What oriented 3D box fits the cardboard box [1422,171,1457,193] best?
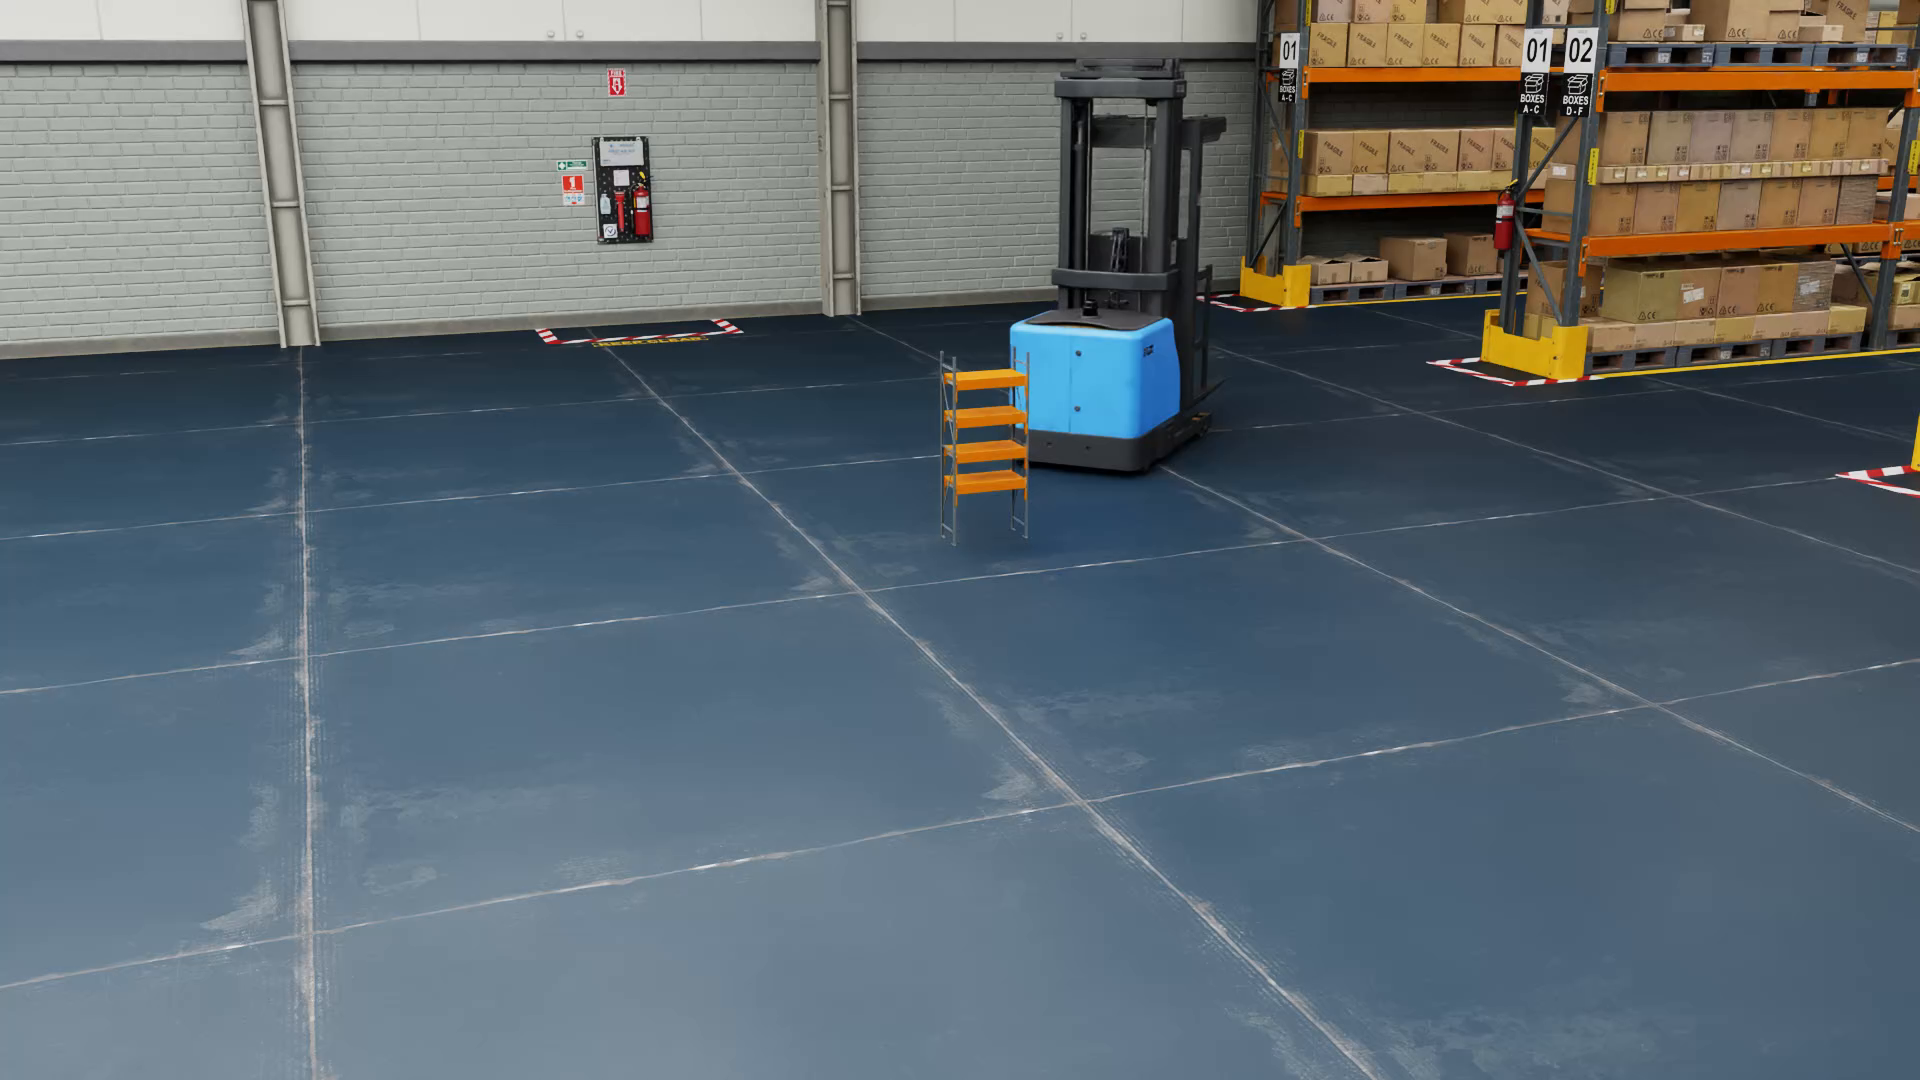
[{"bbox_3d":[5.853,-4.490,20.796,0.500,0.250,0.500,-6,17,-20],"label":"cardboard box"}]

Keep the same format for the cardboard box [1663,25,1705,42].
[{"bbox_3d":[6.791,-4.787,15.705,0.250,0.149,0.380,-6,17,-20],"label":"cardboard box"}]

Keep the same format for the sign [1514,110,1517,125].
[{"bbox_3d":[7.387,-5.535,22.069,0.005,0.325,0.100,-6,17,-20],"label":"sign"}]

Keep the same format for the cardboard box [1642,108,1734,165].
[{"bbox_3d":[7.079,-3.953,16.255,0.500,0.500,0.700,-6,17,-20],"label":"cardboard box"}]

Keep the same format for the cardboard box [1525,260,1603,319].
[{"bbox_3d":[6.024,-2.502,16.599,0.500,0.500,0.500,-6,17,-20],"label":"cardboard box"}]

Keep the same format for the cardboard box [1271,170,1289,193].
[{"bbox_3d":[4.220,-4.466,20.715,0.500,0.250,0.500,-6,17,-19],"label":"cardboard box"}]

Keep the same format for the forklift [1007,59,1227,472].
[{"bbox_3d":[1.420,-2.276,13.147,1.130,2.935,3.031,7,18,23],"label":"forklift"}]

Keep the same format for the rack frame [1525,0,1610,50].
[{"bbox_3d":[5.629,-6.006,15.080,0.127,3.000,1.000,-6,17,-20],"label":"rack frame"}]

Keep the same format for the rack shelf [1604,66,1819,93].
[{"bbox_3d":[9.456,-6.130,22.101,4.000,0.370,1.077,-6,17,-20],"label":"rack shelf"}]

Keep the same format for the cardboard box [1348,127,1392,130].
[{"bbox_3d":[5.172,-4.933,20.973,0.500,0.500,0.500,-7,18,-22],"label":"cardboard box"}]

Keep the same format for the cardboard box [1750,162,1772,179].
[{"bbox_3d":[7.754,-3.651,16.380,0.250,0.149,0.380,-6,17,-18],"label":"cardboard box"}]

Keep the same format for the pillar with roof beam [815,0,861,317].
[{"bbox_3d":[0.135,-5.870,14.616,0.400,9.000,9.100,-6,17,-20],"label":"pillar with roof beam"}]

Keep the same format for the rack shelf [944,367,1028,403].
[{"bbox_3d":[0.155,-0.969,10.375,0.480,0.148,0.258,-6,17,-20],"label":"rack shelf"}]

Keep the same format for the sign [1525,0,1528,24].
[{"bbox_3d":[5.448,-5.098,15.880,0.005,0.325,0.100,-6,17,-20],"label":"sign"}]

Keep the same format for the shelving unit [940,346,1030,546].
[{"bbox_3d":[0.155,-0.592,10.486,0.503,1.200,0.258,-6,17,-20],"label":"shelving unit"}]

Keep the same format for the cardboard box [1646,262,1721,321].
[{"bbox_3d":[7.138,-2.470,16.489,0.500,0.500,0.500,-6,17,-20],"label":"cardboard box"}]

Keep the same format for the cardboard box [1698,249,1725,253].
[{"bbox_3d":[10.147,-4.141,23.033,0.500,0.500,0.700,-6,17,-20],"label":"cardboard box"}]

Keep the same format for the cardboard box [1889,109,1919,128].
[{"bbox_3d":[13.281,-5.934,23.411,0.500,0.250,0.500,-7,18,-21],"label":"cardboard box"}]

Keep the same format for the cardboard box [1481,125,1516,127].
[{"bbox_3d":[7.075,-5.139,21.674,0.500,0.500,0.500,-7,18,-21],"label":"cardboard box"}]

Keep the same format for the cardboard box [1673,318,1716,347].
[{"bbox_3d":[7.142,-2.107,16.585,0.500,0.250,0.500,-6,17,-20],"label":"cardboard box"}]

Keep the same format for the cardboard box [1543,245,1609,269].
[{"bbox_3d":[8.270,-3.924,22.294,0.500,0.500,0.700,-6,17,-18],"label":"cardboard box"}]

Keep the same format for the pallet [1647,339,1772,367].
[{"bbox_3d":[7.466,-2.000,17.034,1.213,0.211,1.003,-6,17,-20],"label":"pallet"}]

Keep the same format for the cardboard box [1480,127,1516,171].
[{"bbox_3d":[6.794,-4.951,21.033,0.500,0.500,0.500,-6,17,-20],"label":"cardboard box"}]

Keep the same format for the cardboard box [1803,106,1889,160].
[{"bbox_3d":[8.952,-4.155,16.944,0.500,0.500,0.700,-6,17,-20],"label":"cardboard box"}]

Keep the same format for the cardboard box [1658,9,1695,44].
[{"bbox_3d":[9.279,-6.681,21.779,0.500,0.500,0.500,-7,18,-22],"label":"cardboard box"}]

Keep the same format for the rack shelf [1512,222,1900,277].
[{"bbox_3d":[7.497,-2.984,16.714,4.000,0.370,1.077,-6,17,-20],"label":"rack shelf"}]

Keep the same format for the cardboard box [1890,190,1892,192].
[{"bbox_3d":[10.120,-3.604,17.784,0.258,0.266,0.396,-7,18,-21],"label":"cardboard box"}]

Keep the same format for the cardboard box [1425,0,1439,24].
[{"bbox_3d":[5.609,-6.670,20.677,0.500,0.500,0.500,-6,17,-20],"label":"cardboard box"}]

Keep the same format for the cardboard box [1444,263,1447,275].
[{"bbox_3d":[6.088,-3.521,21.544,0.250,0.149,0.380,-8,18,-25],"label":"cardboard box"}]

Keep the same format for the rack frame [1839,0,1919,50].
[{"bbox_3d":[9.365,-6.409,16.454,0.127,3.000,1.000,-6,17,-20],"label":"rack frame"}]

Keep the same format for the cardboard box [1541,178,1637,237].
[{"bbox_3d":[6.070,-3.219,16.060,0.500,0.500,0.700,-6,17,-20],"label":"cardboard box"}]

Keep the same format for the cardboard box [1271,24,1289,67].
[{"bbox_3d":[4.152,-6.036,20.293,0.500,0.500,0.500,-5,17,-16],"label":"cardboard box"}]

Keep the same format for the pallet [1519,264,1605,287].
[{"bbox_3d":[8.315,-3.575,22.397,1.213,0.211,1.003,-6,17,-20],"label":"pallet"}]

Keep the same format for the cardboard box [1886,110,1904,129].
[{"bbox_3d":[12.807,-5.881,23.230,0.500,0.250,0.500,-6,17,-20],"label":"cardboard box"}]

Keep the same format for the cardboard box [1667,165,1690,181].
[{"bbox_3d":[6.788,-3.547,16.024,0.250,0.149,0.380,-6,18,-21],"label":"cardboard box"}]

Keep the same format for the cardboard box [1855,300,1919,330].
[{"bbox_3d":[9.830,-2.389,17.544,0.500,0.250,0.500,-7,18,-21],"label":"cardboard box"}]

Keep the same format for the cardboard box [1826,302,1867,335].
[{"bbox_3d":[9.010,-2.309,17.272,0.500,0.250,0.500,-6,17,-20],"label":"cardboard box"}]

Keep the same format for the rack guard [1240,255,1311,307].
[{"bbox_3d":[3.924,-3.239,20.741,0.348,0.500,1.175,-6,17,-20],"label":"rack guard"}]

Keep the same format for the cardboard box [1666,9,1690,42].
[{"bbox_3d":[7.130,-5.034,16.259,0.500,0.311,0.500,-4,17,-14],"label":"cardboard box"}]

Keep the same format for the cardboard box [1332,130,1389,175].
[{"bbox_3d":[4.872,-4.744,20.331,0.500,0.500,0.500,-6,17,-20],"label":"cardboard box"}]

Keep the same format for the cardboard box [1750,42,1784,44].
[{"bbox_3d":[10.748,-6.500,22.207,0.500,0.311,0.500,-6,17,-20],"label":"cardboard box"}]

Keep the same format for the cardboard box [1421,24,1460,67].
[{"bbox_3d":[5.745,-6.053,20.351,0.500,0.500,0.500,-5,17,-17],"label":"cardboard box"}]

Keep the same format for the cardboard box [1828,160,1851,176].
[{"bbox_3d":[8.712,-3.755,16.733,0.250,0.149,0.380,-7,18,-22],"label":"cardboard box"}]

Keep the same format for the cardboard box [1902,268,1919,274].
[{"bbox_3d":[10.309,-2.708,17.634,0.500,0.311,0.500,-6,18,-21],"label":"cardboard box"}]

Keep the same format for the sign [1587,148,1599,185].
[{"bbox_3d":[5.822,-3.434,15.293,0.005,0.325,0.100,-6,17,-20],"label":"sign"}]

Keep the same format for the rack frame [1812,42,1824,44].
[{"bbox_3d":[11.324,-8.116,22.264,0.127,3.000,1.000,-6,17,-20],"label":"rack frame"}]

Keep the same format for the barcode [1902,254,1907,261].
[{"bbox_3d":[9.752,-2.920,17.168,0.075,0.075,0.001,-6,17,-20],"label":"barcode"}]

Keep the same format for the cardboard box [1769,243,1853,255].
[{"bbox_3d":[12.057,-4.447,23.488,0.750,0.750,0.750,-6,18,-21],"label":"cardboard box"}]

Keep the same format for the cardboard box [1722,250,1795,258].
[{"bbox_3d":[8.355,-2.756,17.464,0.500,0.500,0.500,-6,17,-20],"label":"cardboard box"}]

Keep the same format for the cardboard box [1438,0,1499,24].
[{"bbox_3d":[6.226,-6.575,20.354,0.500,0.500,0.500,-7,18,-22],"label":"cardboard box"}]

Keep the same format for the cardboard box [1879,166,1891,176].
[{"bbox_3d":[12.905,-5.236,23.514,0.250,0.149,0.380,-6,17,-19],"label":"cardboard box"}]

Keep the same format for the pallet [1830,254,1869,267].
[{"bbox_3d":[12.087,-3.959,23.705,1.213,0.211,1.003,-6,17,-20],"label":"pallet"}]

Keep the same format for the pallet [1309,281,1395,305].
[{"bbox_3d":[4.696,-3.173,21.029,1.213,0.211,1.003,-6,17,-20],"label":"pallet"}]

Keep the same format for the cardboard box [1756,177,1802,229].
[{"bbox_3d":[7.992,-3.428,16.771,0.500,0.500,0.700,-6,17,-19],"label":"cardboard box"}]
